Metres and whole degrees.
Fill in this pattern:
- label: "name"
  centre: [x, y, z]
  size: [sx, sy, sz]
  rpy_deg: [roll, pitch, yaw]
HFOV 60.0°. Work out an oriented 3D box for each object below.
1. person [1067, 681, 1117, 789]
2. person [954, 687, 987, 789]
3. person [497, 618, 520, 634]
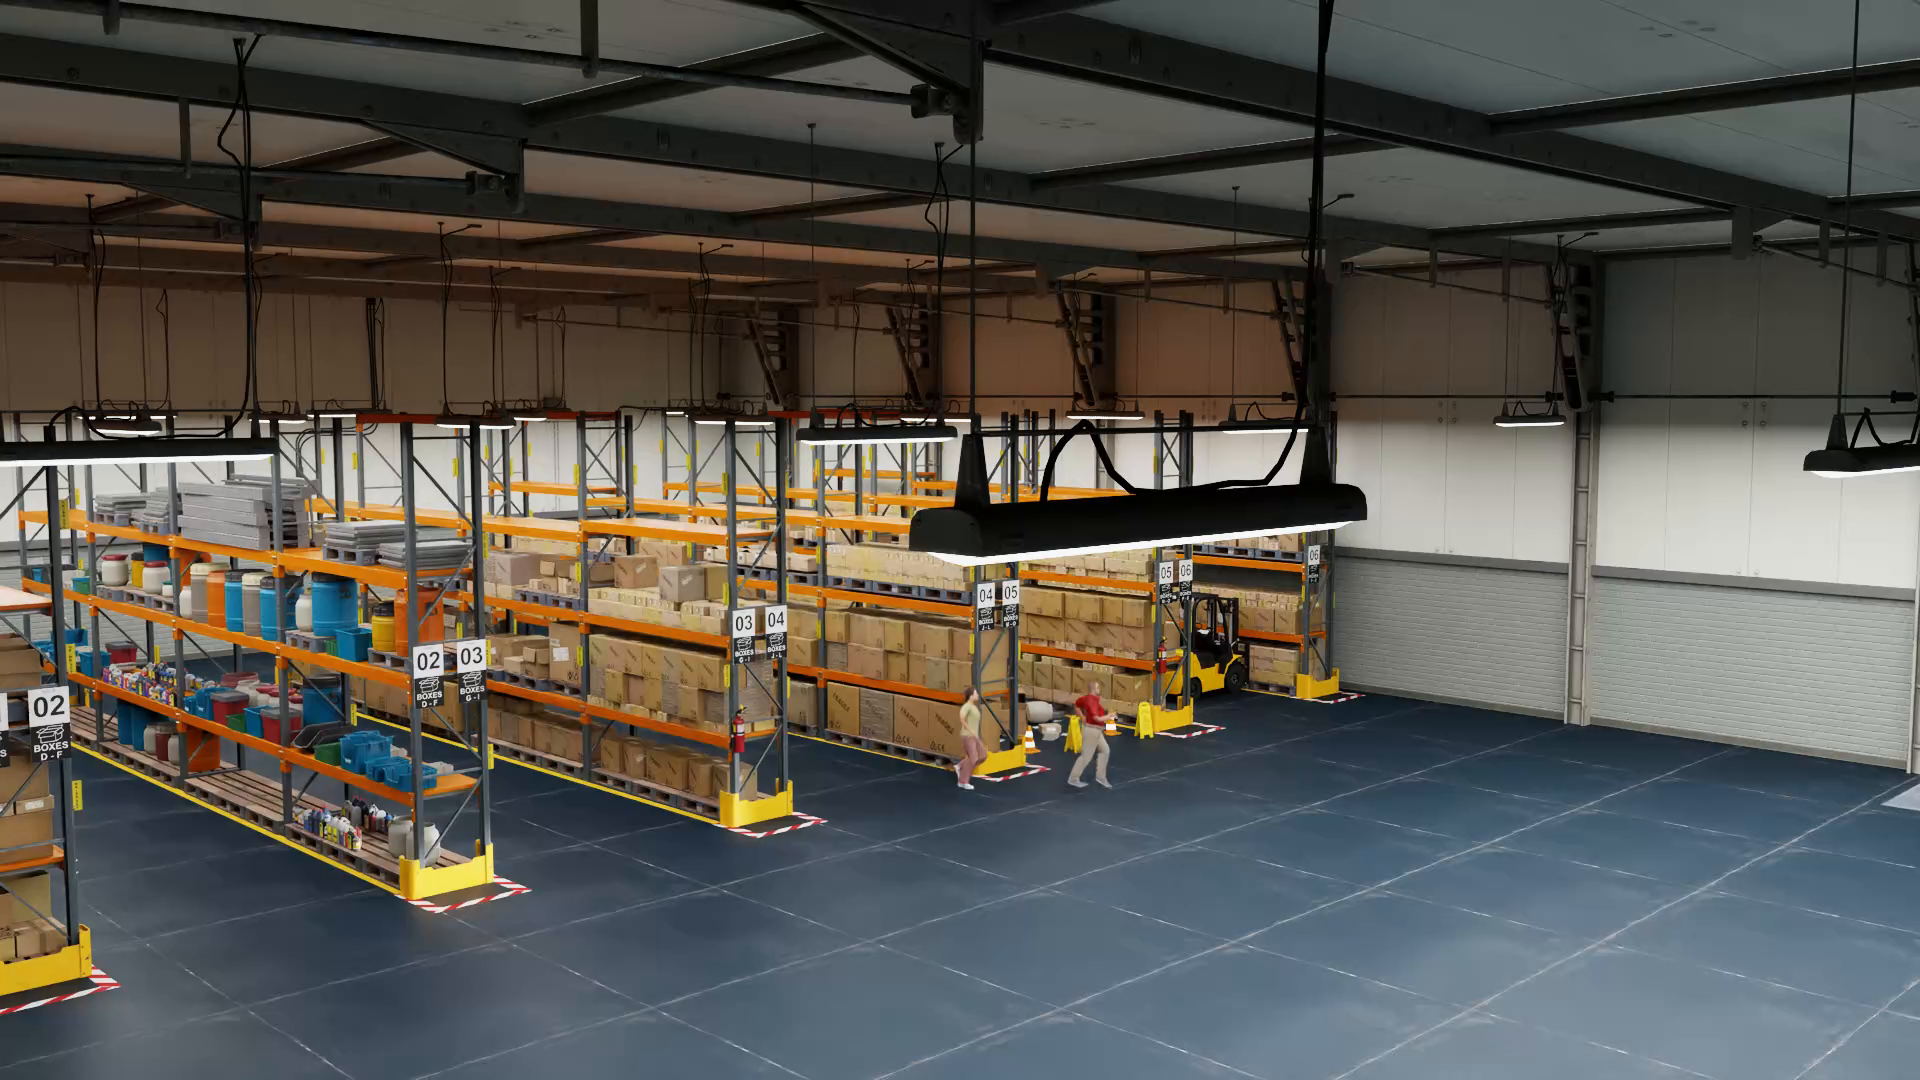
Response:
- label: "person"
  centre: [2.120, 3.150, 26.714]
  size: [0.795, 1.780, 0.654]
  rpy_deg: [0, 5, 2]
- label: "person"
  centre: [0.184, 3.196, 27.005]
  size: [0.533, 1.625, 0.635]
  rpy_deg: [2, 5, 18]
- label: "person"
  centre: [-11.047, 1.899, 40.869]
  size: [0.674, 1.768, 0.730]
  rpy_deg: [4, 6, 39]
